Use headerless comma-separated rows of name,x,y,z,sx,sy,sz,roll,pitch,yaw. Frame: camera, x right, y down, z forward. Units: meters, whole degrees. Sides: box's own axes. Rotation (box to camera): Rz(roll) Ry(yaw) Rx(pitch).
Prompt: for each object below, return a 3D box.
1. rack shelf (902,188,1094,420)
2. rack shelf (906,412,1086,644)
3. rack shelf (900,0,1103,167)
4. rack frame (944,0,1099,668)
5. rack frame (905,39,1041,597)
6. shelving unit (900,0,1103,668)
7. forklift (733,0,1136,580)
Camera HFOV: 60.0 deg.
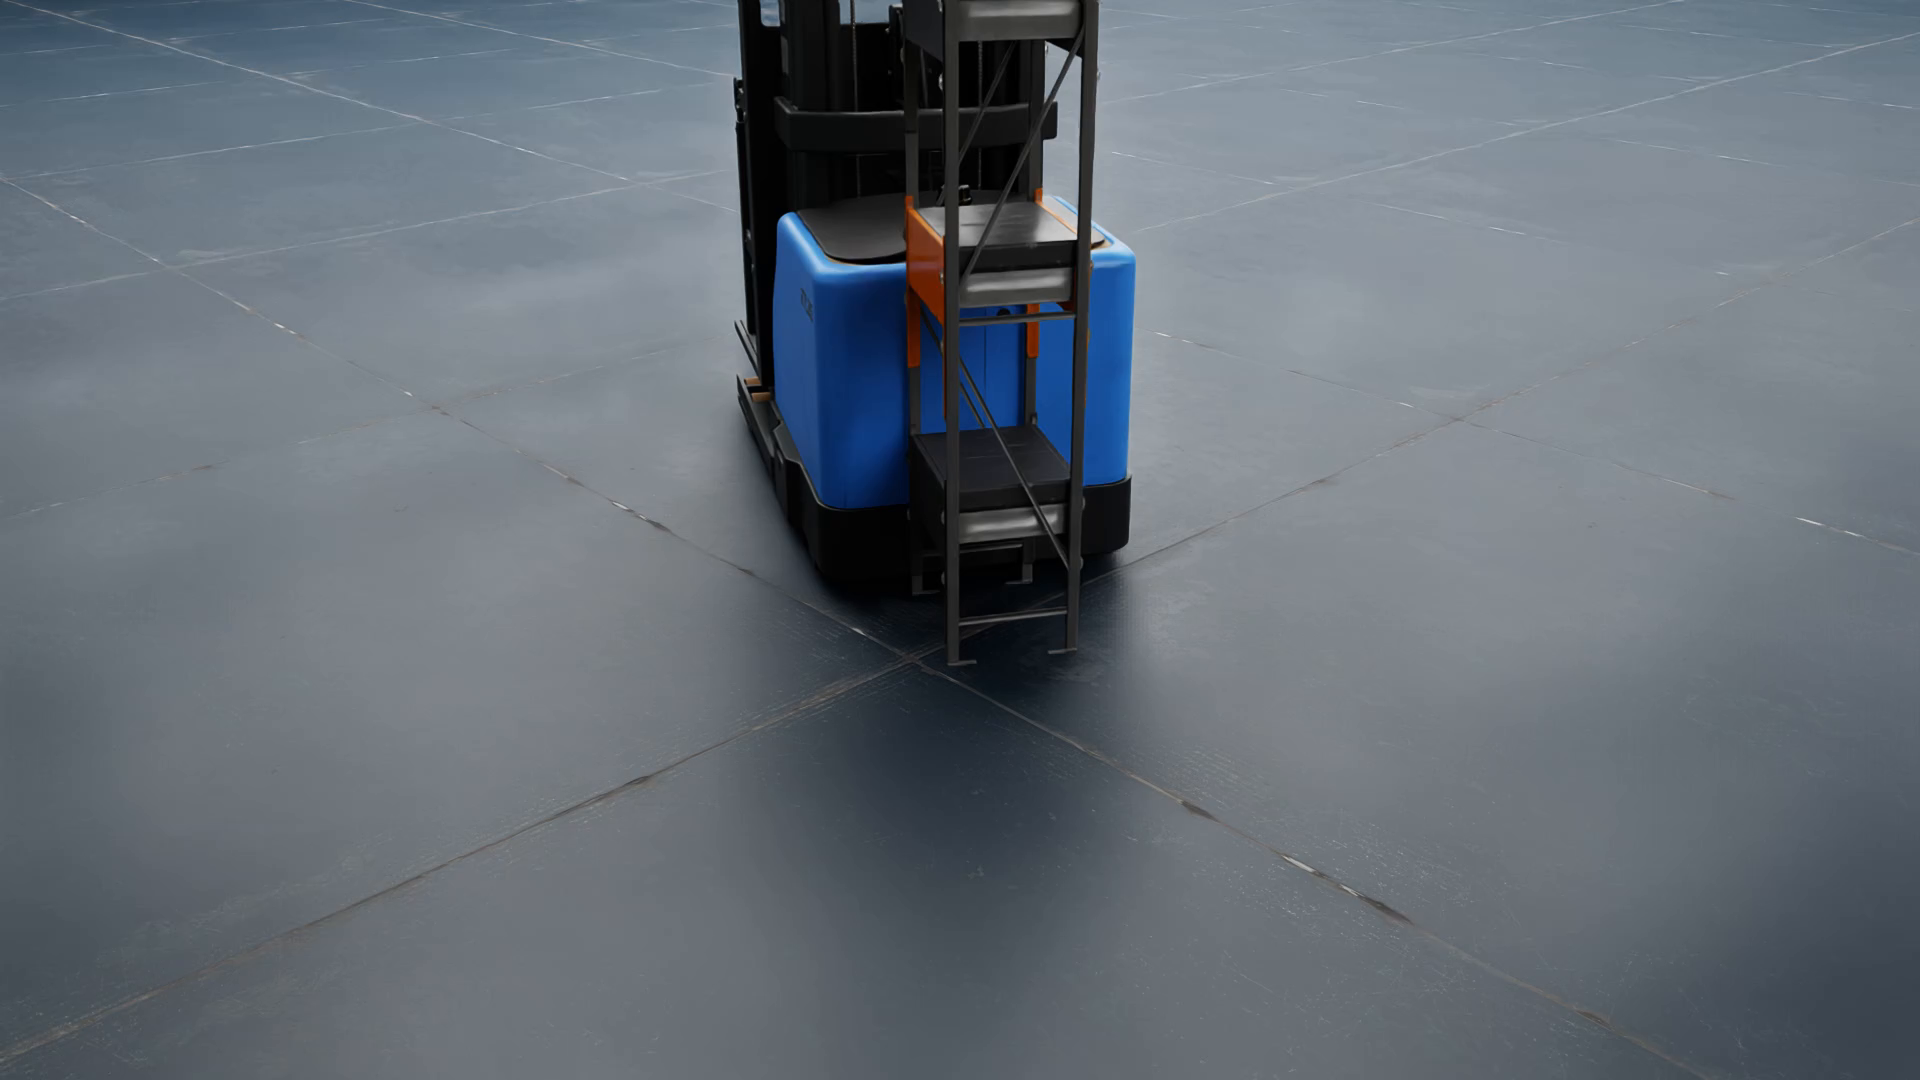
rack shelf,0.098,-0.684,4.752,0.431,0.518,0.480,-6,25,-13
rack shelf,0.098,-0.047,5.043,0.431,0.518,0.480,-6,25,-13
rack shelf,0.098,-1.321,4.462,0.431,0.518,0.480,-6,25,-13
rack frame,0.156,-0.598,4.531,0.400,2.100,0.015,-6,25,-13
rack frame,0.040,-0.795,4.962,0.400,2.100,0.015,-6,25,-13
shelving unit,0.098,-0.696,4.747,0.431,2.100,0.503,-6,25,-13
forklift,-0.295,-1.794,6.150,1.130,2.935,3.031,-6,25,-13
